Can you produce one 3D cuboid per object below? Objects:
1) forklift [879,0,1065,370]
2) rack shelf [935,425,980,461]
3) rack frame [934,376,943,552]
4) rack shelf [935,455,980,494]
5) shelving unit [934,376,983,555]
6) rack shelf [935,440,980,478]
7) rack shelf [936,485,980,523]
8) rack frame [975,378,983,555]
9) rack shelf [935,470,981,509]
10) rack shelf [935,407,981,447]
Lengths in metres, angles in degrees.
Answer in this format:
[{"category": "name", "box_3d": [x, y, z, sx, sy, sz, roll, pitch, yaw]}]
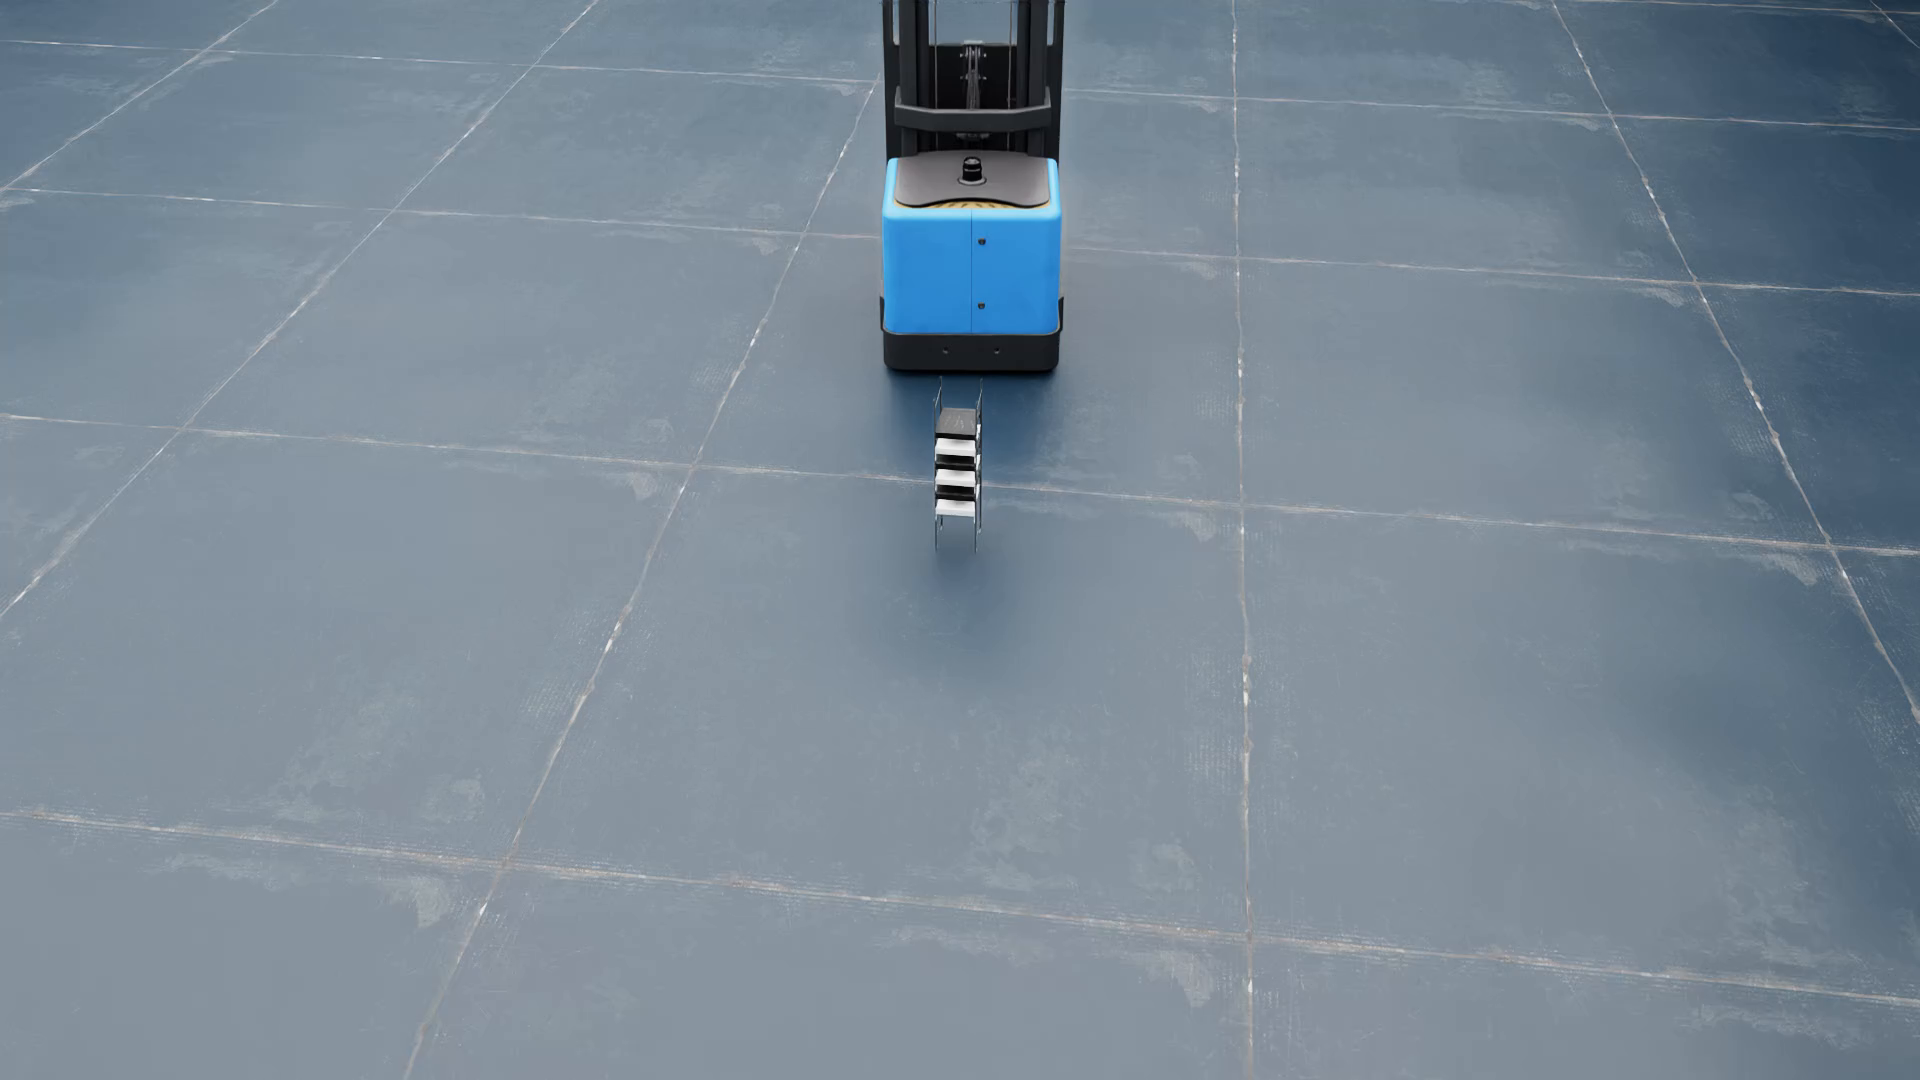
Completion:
[{"category": "forklift", "box_3d": [0.082, -3.025, 10.323, 1.130, 2.935, 3.031, 0, 36, 0]}, {"category": "rack shelf", "box_3d": [-0.008, -0.486, 8.261, 0.200, 0.077, 0.258, 4, 36, 6]}, {"category": "rack frame", "box_3d": [-0.109, -0.374, 8.357, 0.006, 0.900, 0.240, 4, 36, 6]}, {"category": "rack shelf", "box_3d": [-0.008, -0.340, 8.366, 0.200, 0.077, 0.258, 4, 36, 6]}, {"category": "shelving unit", "box_3d": [-0.008, -0.367, 8.346, 0.210, 0.900, 0.258, 4, 36, 6]}, {"category": "rack shelf", "box_3d": [-0.008, -0.413, 8.314, 0.200, 0.077, 0.258, 4, 36, 6]}, {"category": "rack shelf", "box_3d": [-0.008, -0.193, 8.470, 0.200, 0.077, 0.258, 4, 36, 6]}, {"category": "rack frame", "box_3d": [0.093, -0.359, 8.336, 0.006, 0.900, 0.240, 4, 36, 6]}, {"category": "rack shelf", "box_3d": [-0.008, -0.267, 8.418, 0.200, 0.077, 0.258, 4, 36, 6]}, {"category": "rack shelf", "box_3d": [-0.008, -0.560, 8.209, 0.200, 0.077, 0.258, 4, 36, 6]}]
